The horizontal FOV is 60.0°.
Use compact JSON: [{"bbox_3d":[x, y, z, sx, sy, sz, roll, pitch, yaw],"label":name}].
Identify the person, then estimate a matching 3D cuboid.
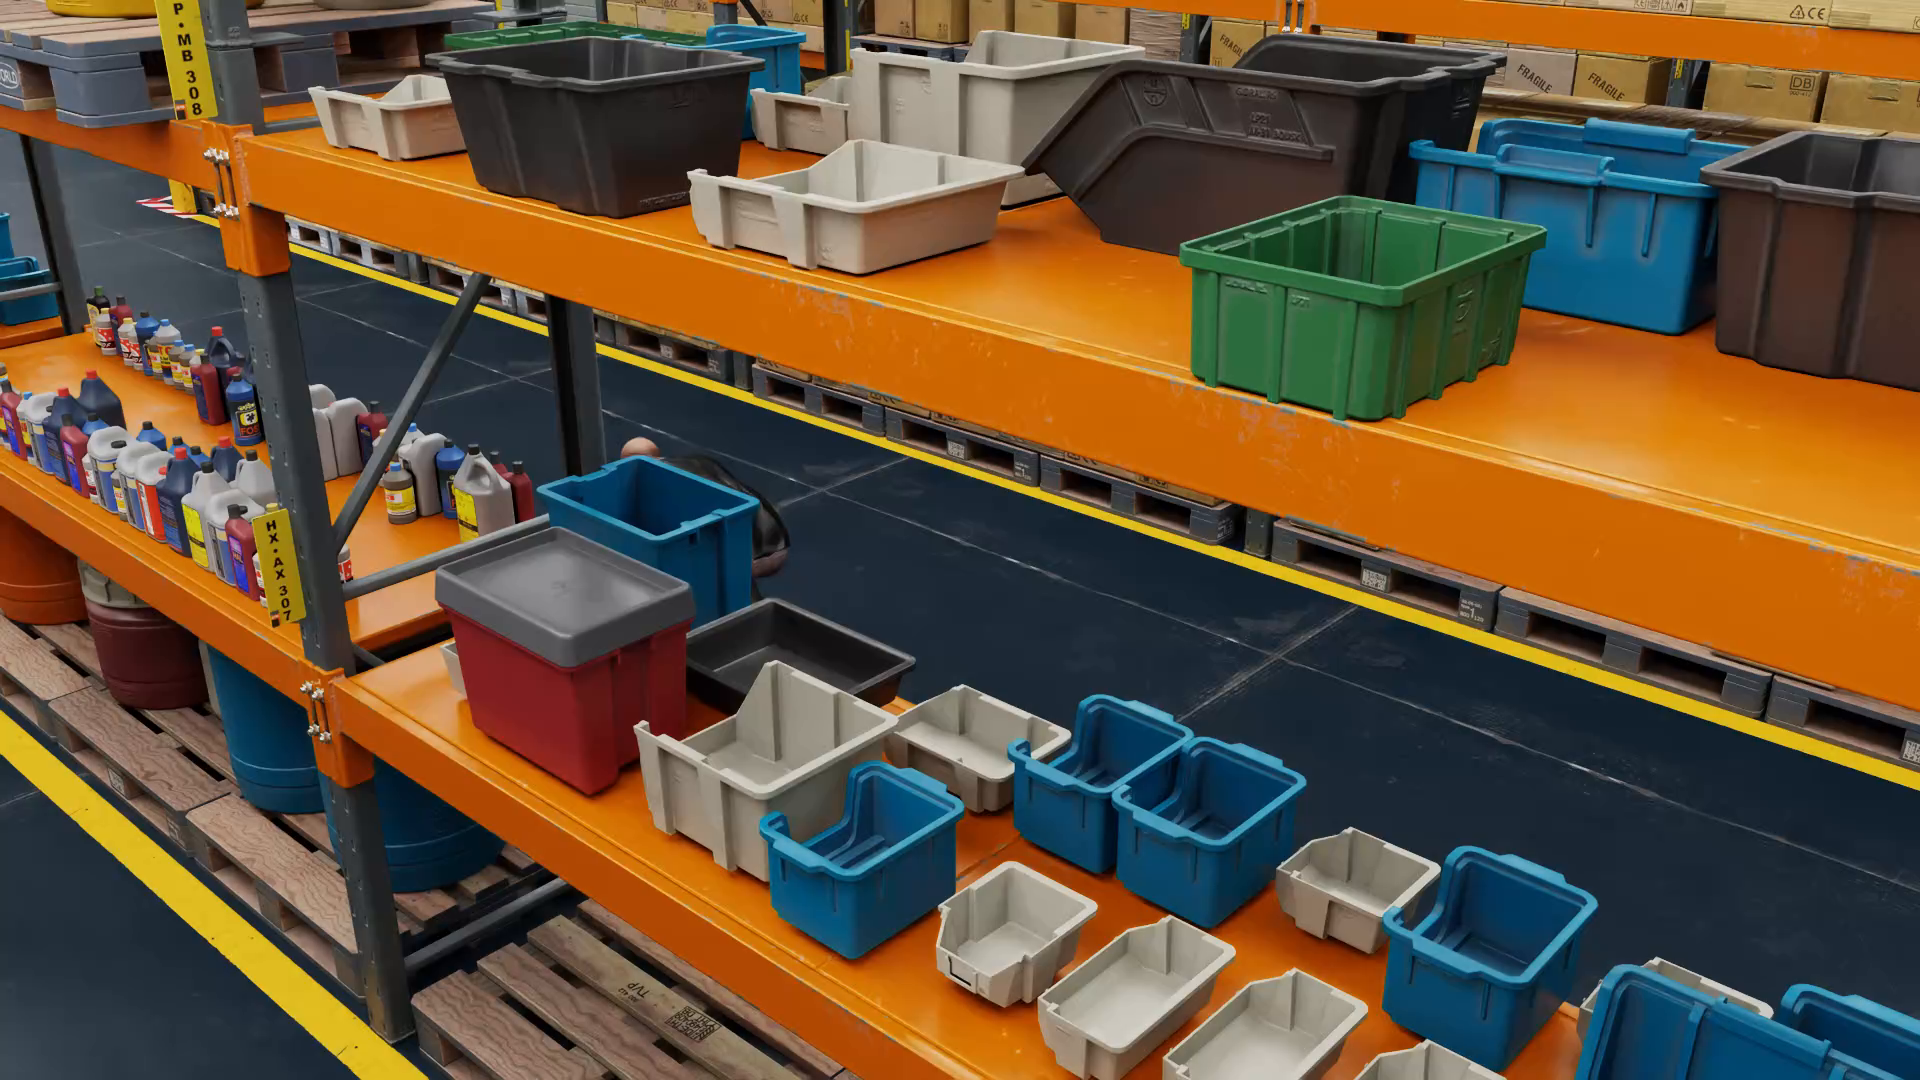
[{"bbox_3d":[-1.194,0.021,7.668,0.870,0.855,0.538,20,31,38],"label":"person"}]
